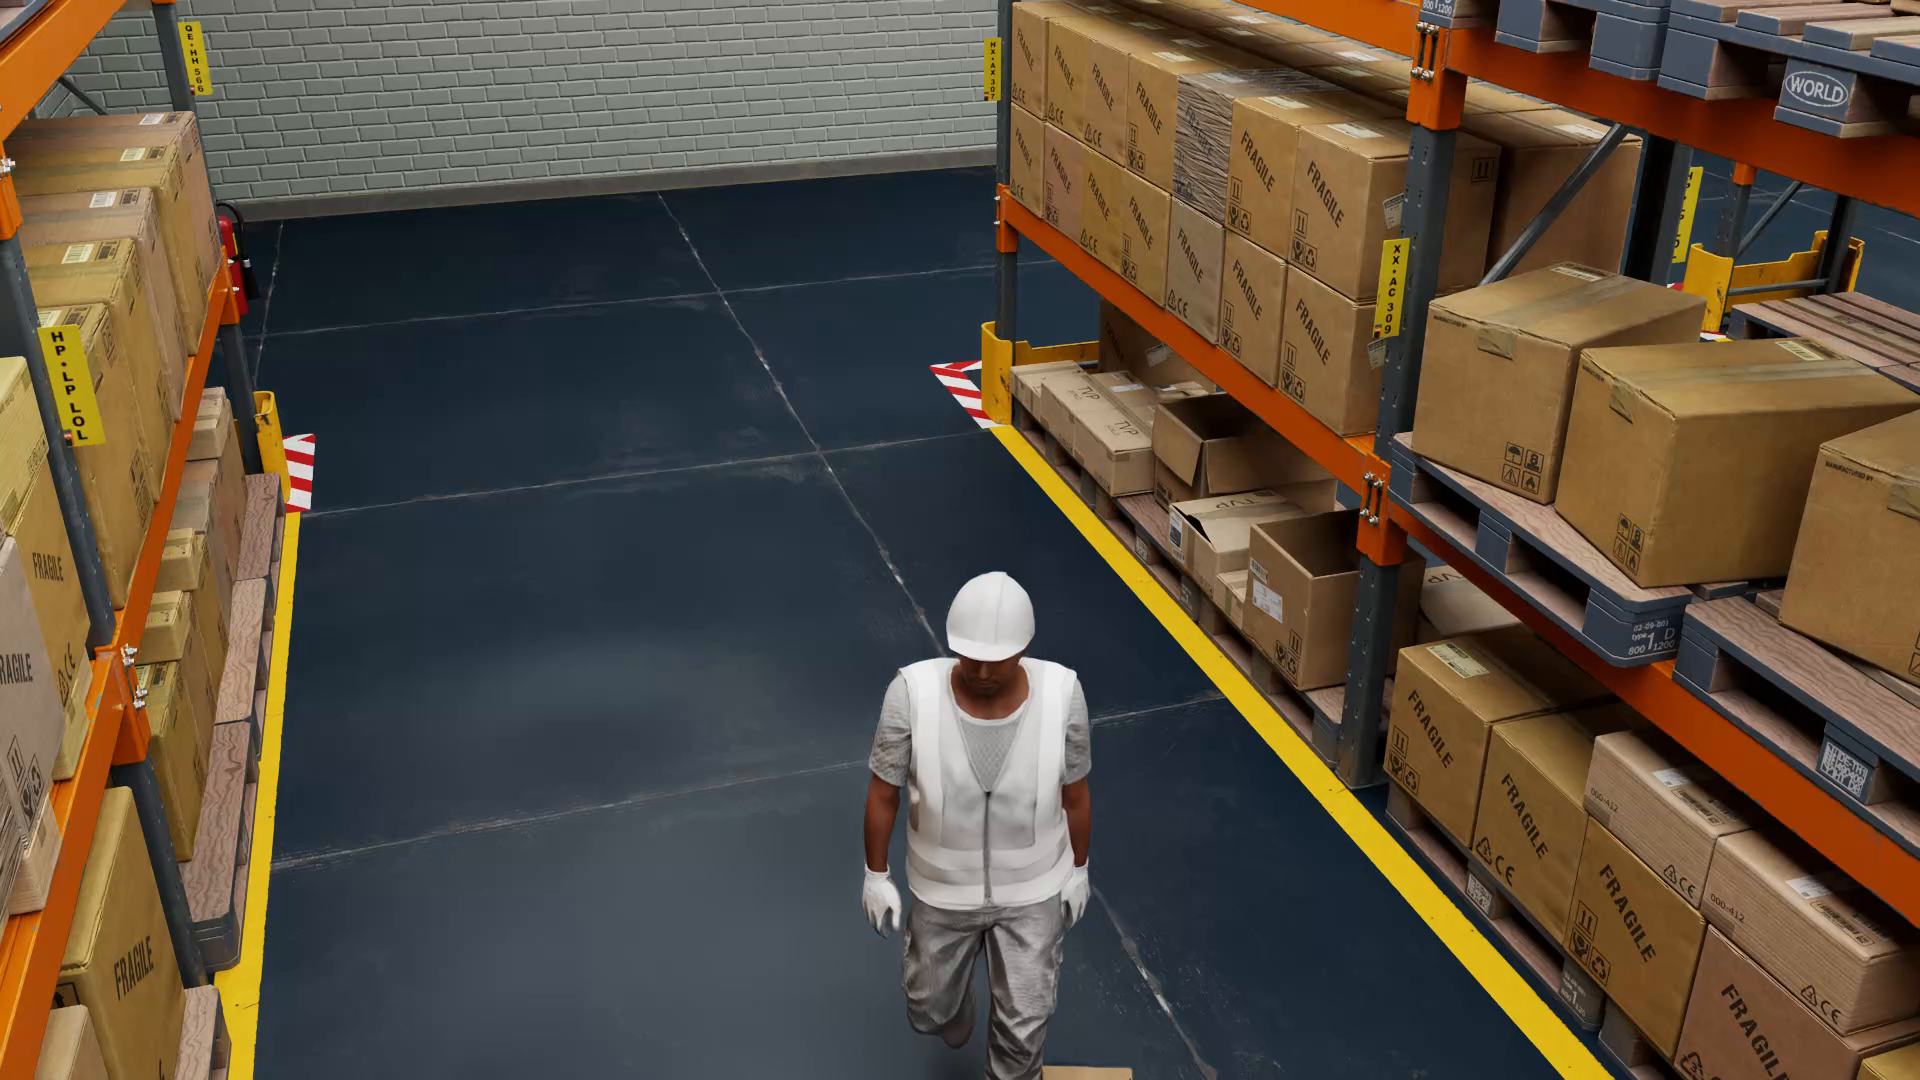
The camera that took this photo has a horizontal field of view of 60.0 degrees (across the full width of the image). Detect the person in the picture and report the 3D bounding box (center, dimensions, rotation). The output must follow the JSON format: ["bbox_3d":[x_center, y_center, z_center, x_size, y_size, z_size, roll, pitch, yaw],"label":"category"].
[{"bbox_3d":[0.043,0.848,4.330,0.601,1.759,0.781,0,26,0],"label":"person"}]
